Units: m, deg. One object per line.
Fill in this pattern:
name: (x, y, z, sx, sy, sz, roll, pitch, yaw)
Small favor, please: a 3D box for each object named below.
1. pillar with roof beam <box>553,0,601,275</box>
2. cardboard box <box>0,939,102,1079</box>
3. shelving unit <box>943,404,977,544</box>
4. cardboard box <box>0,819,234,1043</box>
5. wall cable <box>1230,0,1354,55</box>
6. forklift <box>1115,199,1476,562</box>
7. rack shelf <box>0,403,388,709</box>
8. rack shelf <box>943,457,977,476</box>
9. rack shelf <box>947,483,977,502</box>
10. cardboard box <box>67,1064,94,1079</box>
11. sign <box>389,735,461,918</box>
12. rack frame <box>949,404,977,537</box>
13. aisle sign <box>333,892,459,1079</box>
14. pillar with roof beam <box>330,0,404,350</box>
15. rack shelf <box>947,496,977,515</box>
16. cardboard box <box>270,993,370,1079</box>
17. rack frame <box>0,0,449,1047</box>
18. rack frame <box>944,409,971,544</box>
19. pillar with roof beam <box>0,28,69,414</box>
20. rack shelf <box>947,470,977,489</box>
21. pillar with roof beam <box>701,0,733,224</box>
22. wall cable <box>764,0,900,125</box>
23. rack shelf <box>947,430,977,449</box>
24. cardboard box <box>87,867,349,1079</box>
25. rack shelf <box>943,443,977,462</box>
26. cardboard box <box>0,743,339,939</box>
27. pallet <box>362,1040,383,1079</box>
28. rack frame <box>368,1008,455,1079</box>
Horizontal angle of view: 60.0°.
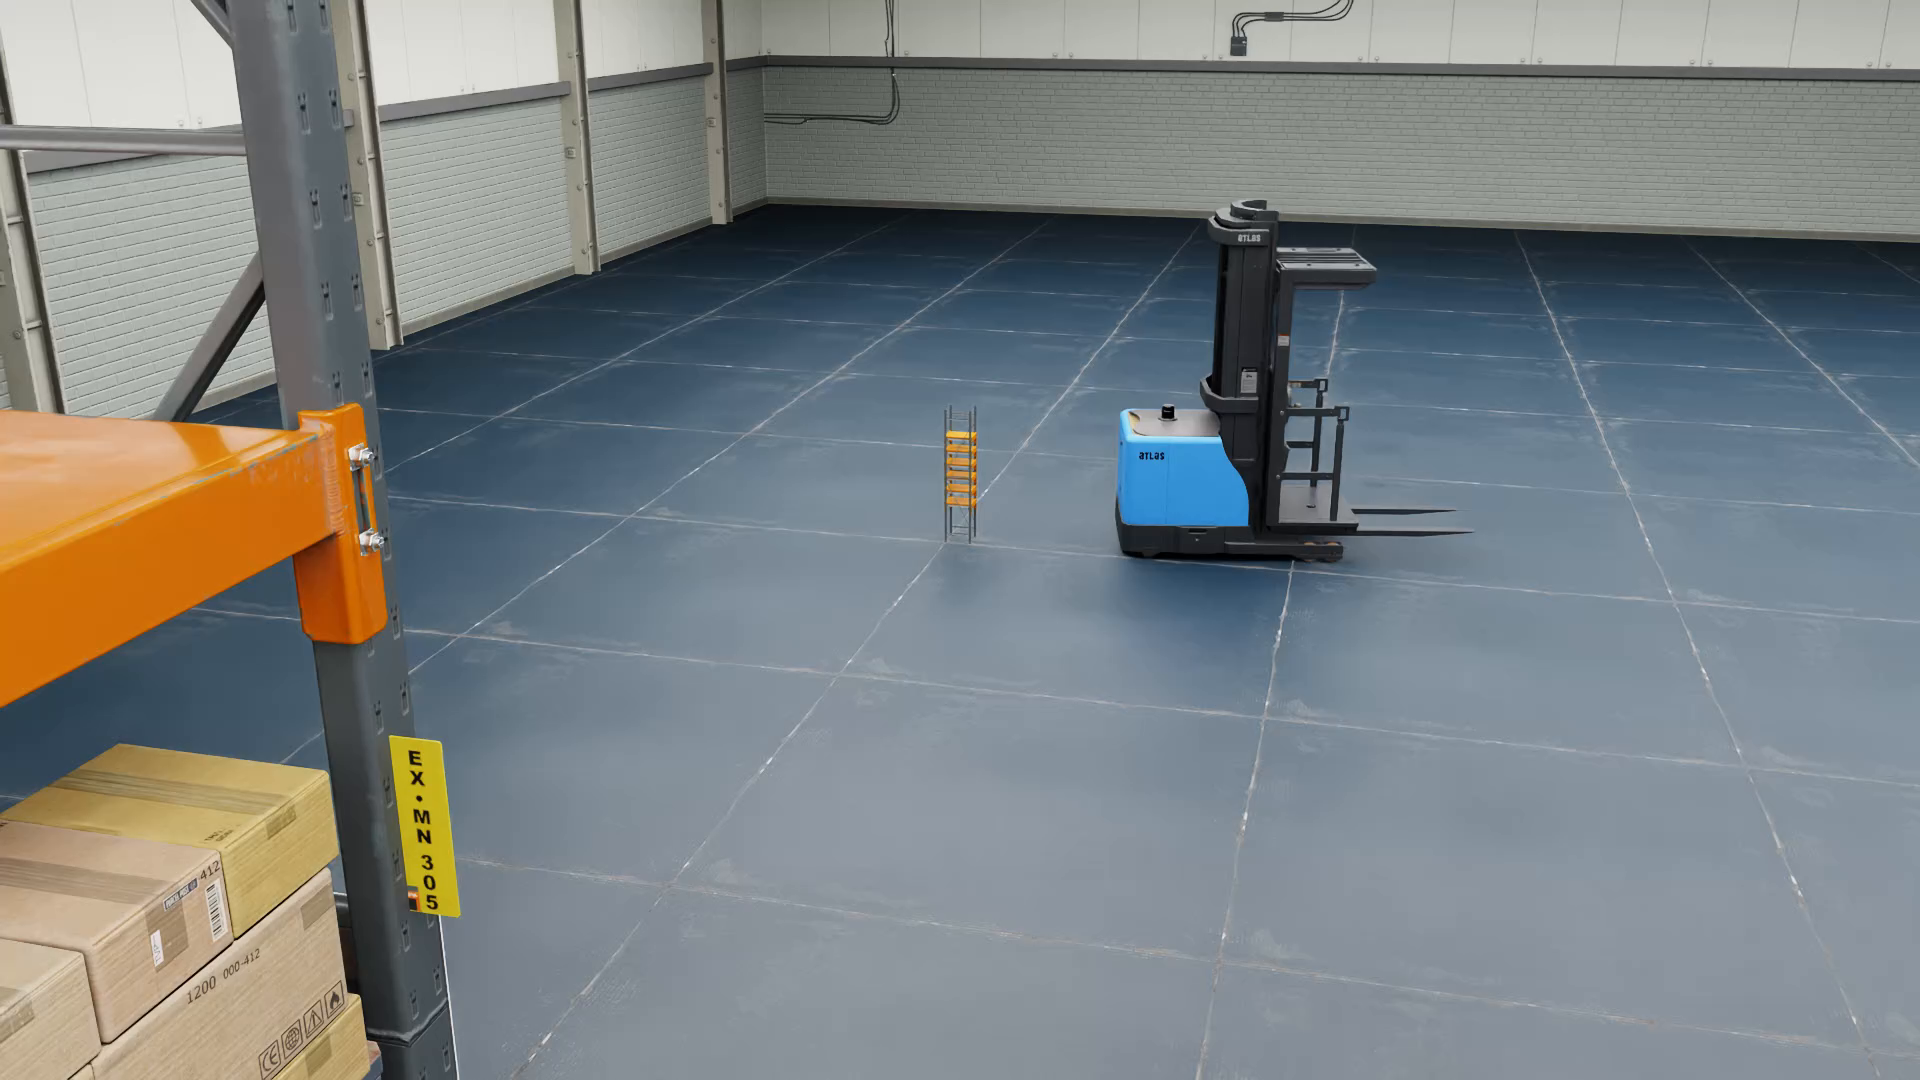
pillar with roof beam: (-2.058, -8.393, 25.338, 9.100, 9.000, 0.400, 5, 19, 13)
cardboard box: (-1.292, 0.598, 2.005, 0.380, 0.149, 0.250, 5, 19, 14)
shelving unit: (0.004, -0.572, 14.507, 0.258, 1.200, 0.189, 5, 19, 13)
cardboard box: (-1.229, 0.518, 2.241, 0.380, 0.149, 0.250, 5, 19, 14)
wall cable: (6.437, -12.287, 31.477, 2.305, 6.003, 0.169, 5, 19, 13)
forklift: (2.905, -1.372, 14.170, 3.031, 2.935, 1.130, 1, 19, 2)
rack shelf: (-1.902, 0.549, 0.890, 1.077, 0.370, 4.000, 5, 19, 13)
rack shelf: (0.004, -0.644, 14.482, 0.258, 0.103, 0.180, 5, 19, 13)
rack shelf: (0.004, -0.417, 14.560, 0.258, 0.103, 0.180, 5, 19, 13)
cardboard box: (-1.385, 0.828, 1.949, 0.500, 0.250, 0.500, 5, 19, 13)
sign: (-0.891, 0.478, 2.761, 0.100, 0.325, 0.005, 5, 19, 13)
rack frame: (0.026, -0.601, 14.591, 0.240, 1.200, 0.006, 5, 19, 13)
aisle sign: (-1.105, 1.003, 3.090, 0.394, 0.787, 0.004, 5, 19, 13)
pillar with roof beam: (-3.524, -6.512, 19.832, 9.100, 9.000, 0.400, 5, 19, 13)
rack shelf: (0.004, -0.303, 14.599, 0.258, 0.103, 0.180, 5, 19, 13)
cardboard box: (-1.166, 0.816, 2.602, 0.380, 0.149, 0.250, 5, 19, 13)
rack frame: (-1.414, -0.608, 2.544, 1.000, 3.000, 0.127, 5, 19, 13)
rack frame: (-0.019, -0.544, 14.423, 0.240, 1.200, 0.006, 5, 19, 13)
pillar with roof beam: (-4.990, -4.632, 14.326, 9.100, 9.000, 0.400, 5, 19, 13)
rack shelf: (0.004, -0.530, 14.521, 0.258, 0.103, 0.180, 5, 19, 13)
pillar with roof beam: (-0.592, -10.274, 30.844, 9.100, 9.000, 0.400, 5, 19, 13)
wall cable: (-2.765, -9.963, 34.739, 3.097, 2.526, 0.112, 5, 19, 13)
rack shelf: (0.004, -0.871, 14.405, 0.258, 0.103, 0.180, 5, 19, 13)
cardboard box: (-1.262, 0.672, 2.408, 0.500, 0.250, 0.500, 5, 19, 14)
rack shelf: (0.004, -0.757, 14.444, 0.258, 0.103, 0.180, 5, 19, 13)
cardboard box: (-1.167, 0.440, 2.469, 0.380, 0.149, 0.250, 5, 19, 14)
pallet: (-1.585, 1.087, 2.360, 1.003, 0.211, 1.213, 5, 19, 13)
rack frame: (-1.414, 2.231, 3.514, 1.000, 3.000, 0.127, 5, 19, 13)
